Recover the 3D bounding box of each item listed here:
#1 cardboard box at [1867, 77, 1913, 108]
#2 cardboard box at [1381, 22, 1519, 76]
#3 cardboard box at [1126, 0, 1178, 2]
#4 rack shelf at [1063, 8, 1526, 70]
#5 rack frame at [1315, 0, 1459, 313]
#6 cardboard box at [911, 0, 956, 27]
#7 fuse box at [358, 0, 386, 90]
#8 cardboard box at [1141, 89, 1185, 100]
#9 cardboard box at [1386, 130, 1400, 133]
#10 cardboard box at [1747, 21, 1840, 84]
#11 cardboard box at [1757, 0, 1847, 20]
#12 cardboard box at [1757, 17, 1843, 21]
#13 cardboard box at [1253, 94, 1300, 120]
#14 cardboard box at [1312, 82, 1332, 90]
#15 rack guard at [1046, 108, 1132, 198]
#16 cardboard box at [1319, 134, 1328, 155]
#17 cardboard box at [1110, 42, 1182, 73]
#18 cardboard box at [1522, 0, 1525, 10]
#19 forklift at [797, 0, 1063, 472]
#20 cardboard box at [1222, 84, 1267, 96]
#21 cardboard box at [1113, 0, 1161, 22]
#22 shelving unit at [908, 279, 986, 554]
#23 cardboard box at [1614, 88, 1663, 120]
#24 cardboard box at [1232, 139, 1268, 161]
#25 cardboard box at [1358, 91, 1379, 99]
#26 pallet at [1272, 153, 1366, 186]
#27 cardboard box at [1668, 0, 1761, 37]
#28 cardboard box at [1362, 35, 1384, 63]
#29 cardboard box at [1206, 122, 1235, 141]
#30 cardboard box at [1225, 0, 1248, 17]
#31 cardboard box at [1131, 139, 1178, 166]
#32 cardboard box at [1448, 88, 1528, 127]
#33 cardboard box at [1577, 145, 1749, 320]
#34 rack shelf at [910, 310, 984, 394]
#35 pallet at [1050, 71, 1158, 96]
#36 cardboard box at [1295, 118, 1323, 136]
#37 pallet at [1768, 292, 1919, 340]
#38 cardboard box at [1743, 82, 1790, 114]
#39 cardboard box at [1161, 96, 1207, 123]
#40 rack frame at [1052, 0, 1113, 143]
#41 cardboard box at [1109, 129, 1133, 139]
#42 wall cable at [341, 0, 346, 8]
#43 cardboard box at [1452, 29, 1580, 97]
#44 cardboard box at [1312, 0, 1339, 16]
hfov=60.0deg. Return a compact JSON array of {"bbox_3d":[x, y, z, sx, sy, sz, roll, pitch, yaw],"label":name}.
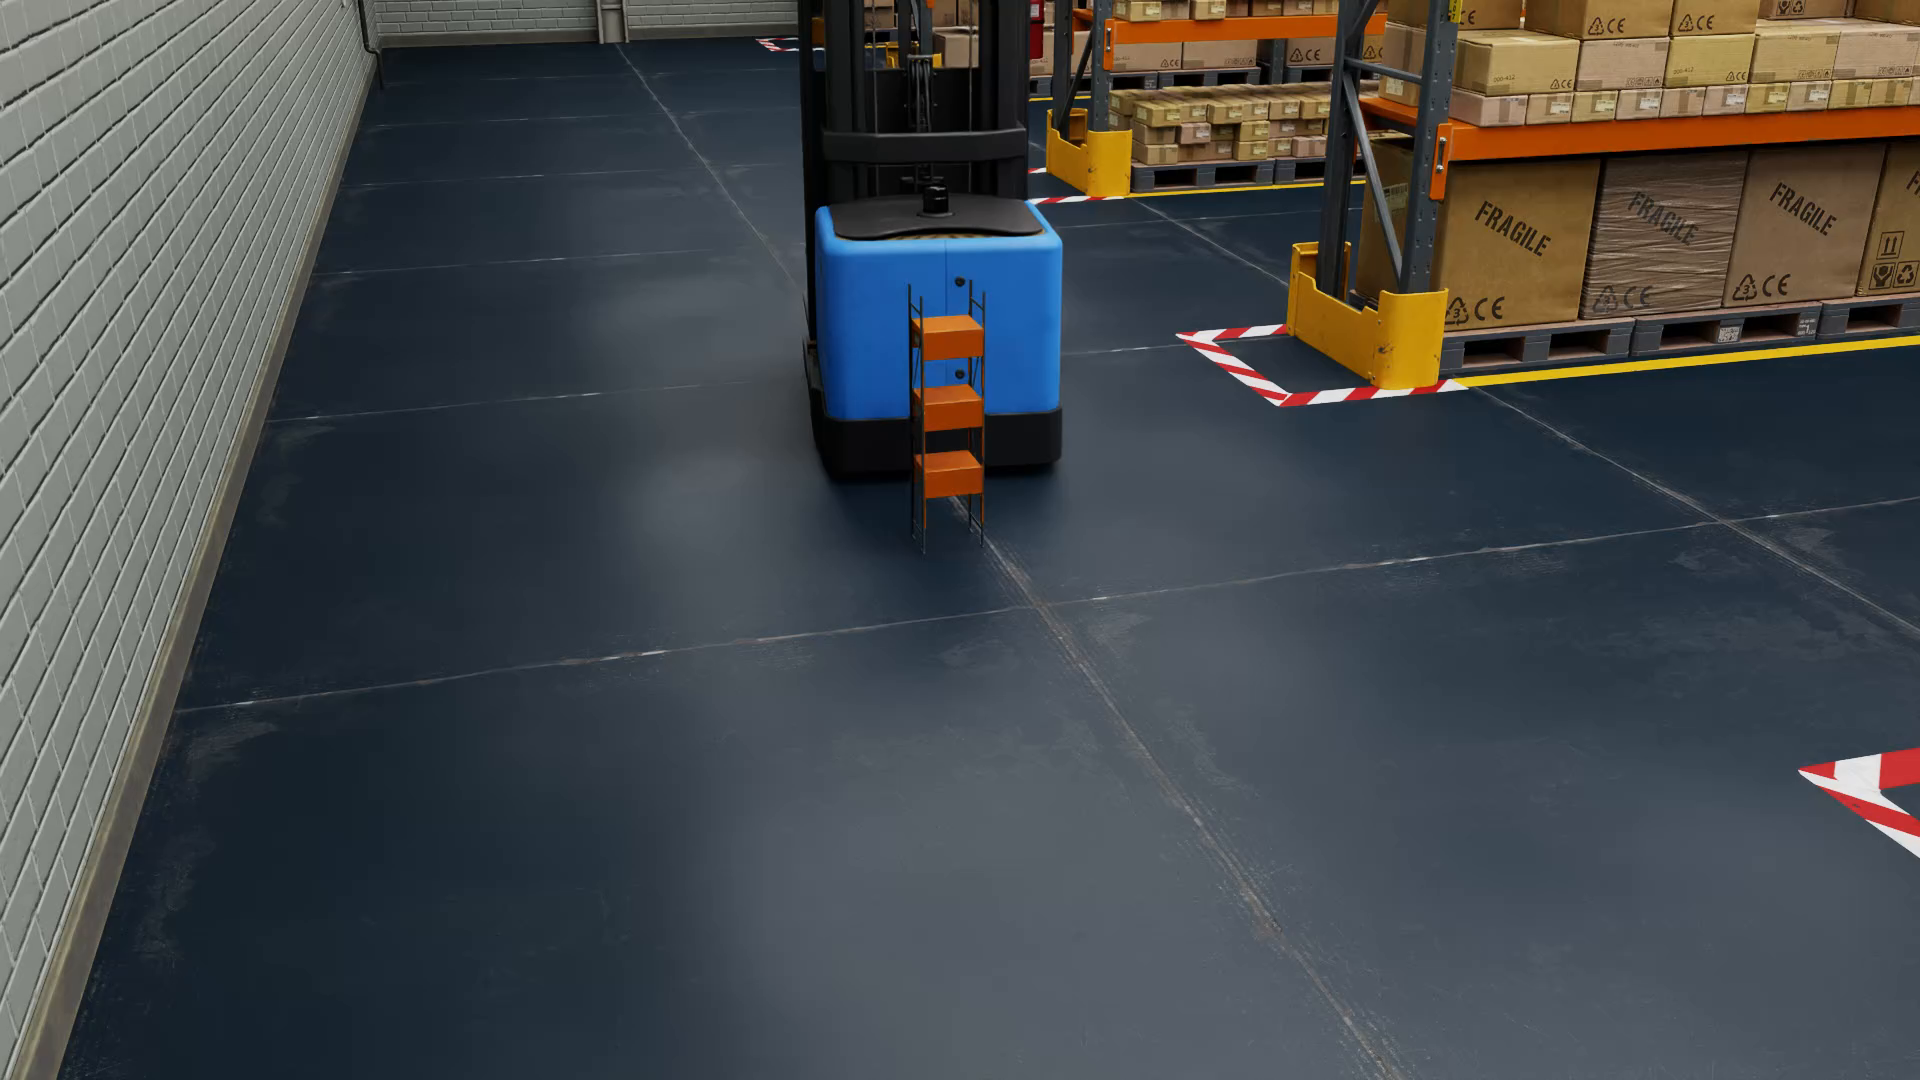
[{"bbox_3d":[4.854,-2.429,8.924,0.250,0.149,0.380,-6,24,-13],"label":"cardboard box"},{"bbox_3d":[2.593,-2.605,8.829,0.500,0.250,0.500,-7,24,-15],"label":"cardboard box"},{"bbox_3d":[1.462,-4.404,12.706,0.500,0.500,0.500,-5,24,-12],"label":"cardboard box"},{"bbox_3d":[2.881,-4.161,13.555,4.000,0.370,1.077,-6,24,-14],"label":"rack shelf"},{"bbox_3d":[2.198,-2.385,8.503,0.127,3.000,1.000,-6,24,-14],"label":"rack frame"},{"bbox_3d":[-0.375,-7.181,22.319,0.500,0.500,0.700,-5,24,-12],"label":"cardboard box"},{"bbox_3d":[-6.329,-5.758,18.000,0.414,1.711,0.539,-6,24,-14],"label":"fuse box"},{"bbox_3d":[1.654,-3.592,13.646,0.250,0.149,0.380,-6,24,-13],"label":"cardboard box"},{"bbox_3d":[3.571,-3.477,13.755,0.250,0.149,0.380,-6,24,-13],"label":"cardboard box"},{"bbox_3d":[4.218,-2.569,8.745,0.500,0.250,0.500,-7,24,-15],"label":"cardboard box"},{"bbox_3d":[4.543,-3.162,9.178,0.500,0.500,0.500,-7,24,-16],"label":"cardboard box"},{"bbox_3d":[4.549,-2.819,9.330,0.500,0.250,0.500,-6,24,-13],"label":"cardboard box"},{"bbox_3d":[2.548,-3.499,13.428,0.250,0.149,0.380,-5,24,-12],"label":"cardboard box"},{"bbox_3d":[3.156,-3.757,14.031,0.250,0.149,0.380,-7,24,-17],"label":"cardboard box"},{"bbox_3d":[1.029,-3.138,13.429,0.348,0.500,1.175,-6,24,-14],"label":"rack guard"},{"bbox_3d":[3.032,-3.265,13.639,0.250,0.149,0.380,-6,24,-14],"label":"cardboard box"},{"bbox_3d":[1.877,-5.467,18.403,0.875,0.438,0.875,-7,24,-16],"label":"cardboard box"},{"bbox_3d":[4.377,-4.401,13.521,0.250,0.149,0.380,-7,24,-16],"label":"cardboard box"},{"bbox_3d":[-0.245,-2.188,8.132,1.130,2.935,3.031,-3,23,-7],"label":"forklift"},{"bbox_3d":[2.379,-3.721,13.947,0.250,0.149,0.380,-5,24,-12],"label":"cardboard box"},{"bbox_3d":[1.356,-4.073,12.757,0.250,0.149,0.380,-7,24,-15],"label":"cardboard box"},{"bbox_3d":[-0.052,-0.477,6.530,0.252,1.050,0.215,-6,24,-14],"label":"shelving unit"},{"bbox_3d":[3.373,-2.265,8.544,0.250,0.149,0.380,-7,24,-15],"label":"cardboard box"},{"bbox_3d":[2.289,-3.169,13.415,0.250,0.149,0.380,-6,24,-14],"label":"cardboard box"},{"bbox_3d":[3.299,-3.557,13.565,0.250,0.149,0.380,-7,24,-16],"label":"cardboard box"},{"bbox_3d":[2.993,-3.207,13.956,1.213,0.211,1.003,-6,24,-14],"label":"pallet"},{"bbox_3d":[3.712,-2.856,8.465,0.500,0.500,0.500,-7,24,-16],"label":"cardboard box"},{"bbox_3d":[4.815,-5.985,19.057,0.875,0.875,0.875,-6,24,-13],"label":"cardboard box"},{"bbox_3d":[2.020,-3.324,13.398,0.250,0.149,0.380,-6,24,-14],"label":"cardboard box"},{"bbox_3d":[2.076,-4.204,13.062,0.250,0.149,0.380,-5,24,-12],"label":"cardboard box"},{"bbox_3d":[1.547,-3.096,13.243,0.250,0.149,0.380,-6,24,-13],"label":"cardboard box"},{"bbox_3d":[2.629,-2.182,8.349,0.250,0.149,0.380,-6,24,-14],"label":"cardboard box"},{"bbox_3d":[3.669,-1.797,9.295,0.875,0.875,0.875,-6,24,-14],"label":"cardboard box"},{"bbox_3d":[-0.052,-0.728,6.422,0.240,0.259,0.215,-6,24,-14],"label":"rack shelf"},{"bbox_3d":[1.442,-5.109,18.389,1.213,0.211,1.003,-6,24,-14],"label":"pallet"},{"bbox_3d":[2.776,-3.419,13.619,0.250,0.149,0.380,-5,24,-12],"label":"cardboard box"},{"bbox_3d":[5.296,-1.478,9.927,1.213,0.211,1.003,-6,24,-14],"label":"pallet"},{"bbox_3d":[4.110,-2.346,8.732,0.250,0.149,0.380,-7,24,-16],"label":"cardboard box"},{"bbox_3d":[1.785,-3.437,13.283,0.250,0.149,0.380,-6,24,-13],"label":"cardboard box"},{"bbox_3d":[0.956,-4.278,12.917,0.127,3.000,1.000,-6,24,-14],"label":"rack frame"},{"bbox_3d":[1.406,-3.297,13.712,0.250,0.149,0.380,-6,24,-13],"label":"cardboard box"},{"bbox_3d":[-5.902,-6.019,15.645,0.123,1.953,0.585,-6,24,-14],"label":"wall cable"},{"bbox_3d":[2.733,-2.401,8.354,0.500,0.250,0.500,-7,24,-16],"label":"cardboard box"},{"bbox_3d":[2.844,-4.259,13.189,0.250,0.149,0.380,-5,24,-12],"label":"cardboard box"}]
